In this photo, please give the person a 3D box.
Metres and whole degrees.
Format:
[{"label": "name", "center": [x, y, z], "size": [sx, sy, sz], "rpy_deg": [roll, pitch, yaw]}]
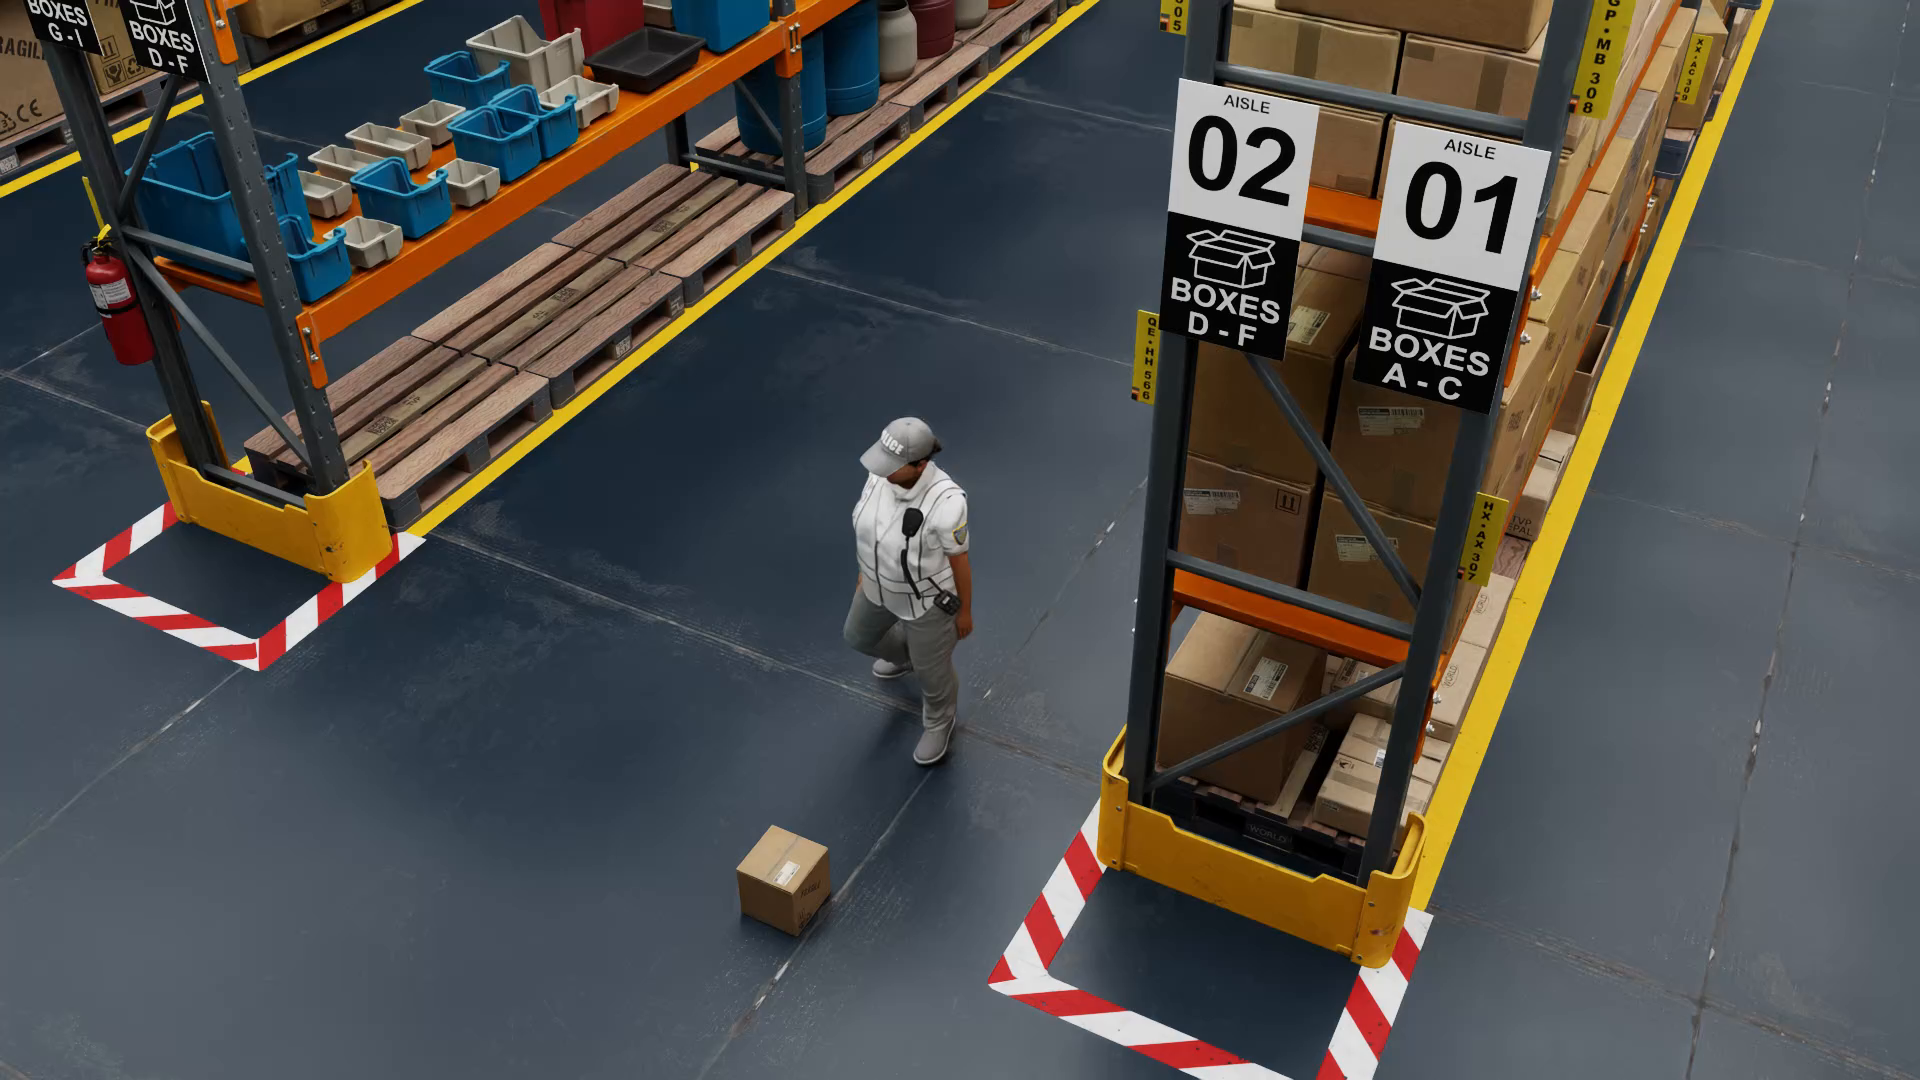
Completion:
[{"label": "person", "center": [-0.209, 0.141, 6.555], "size": [0.657, 1.656, 0.532], "rpy_deg": [30, 47, 32]}]
